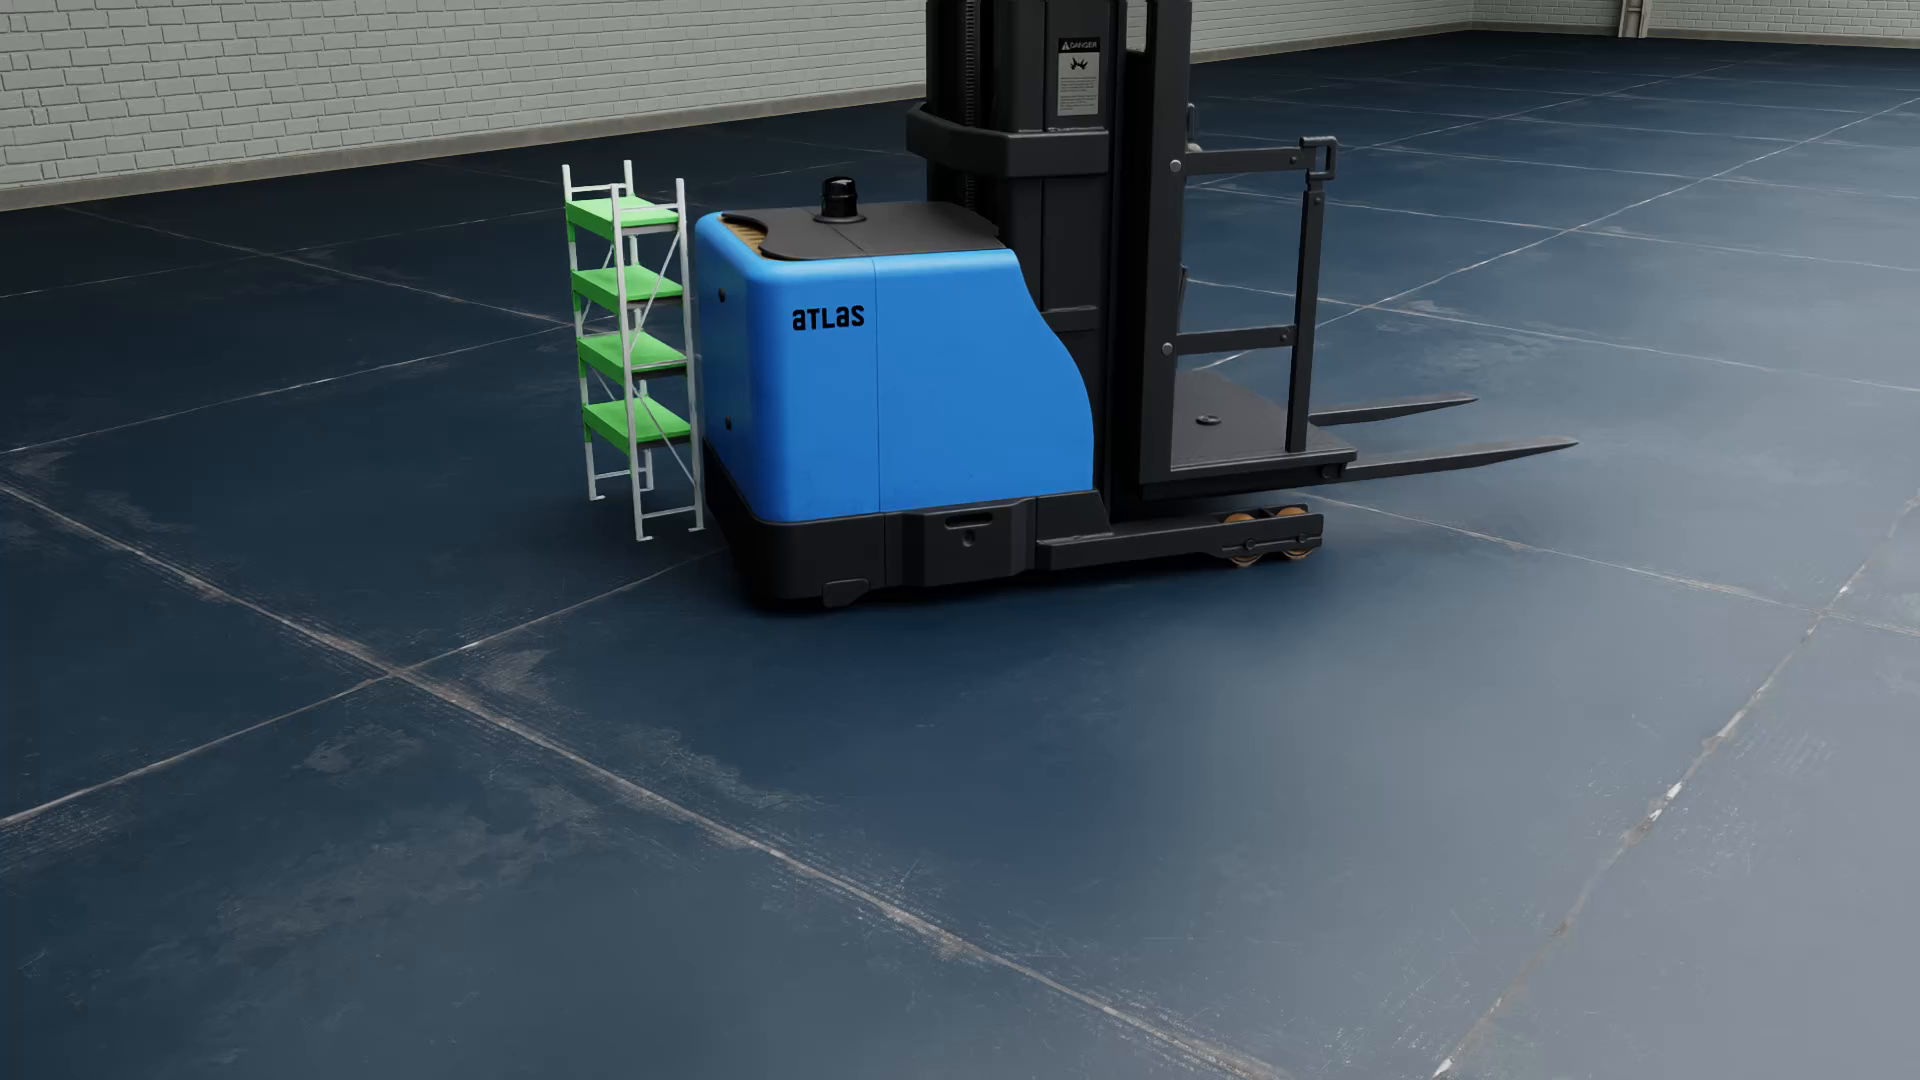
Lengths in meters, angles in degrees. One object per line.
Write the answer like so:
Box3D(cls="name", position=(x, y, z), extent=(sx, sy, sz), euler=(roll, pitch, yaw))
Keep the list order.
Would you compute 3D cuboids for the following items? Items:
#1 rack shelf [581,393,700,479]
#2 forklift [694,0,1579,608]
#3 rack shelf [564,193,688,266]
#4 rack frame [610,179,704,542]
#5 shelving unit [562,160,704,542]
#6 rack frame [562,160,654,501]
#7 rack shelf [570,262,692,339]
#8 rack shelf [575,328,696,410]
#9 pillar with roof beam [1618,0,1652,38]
Box3D(cls="rack shelf", position=(-1.119, -0.369, 5.807), extent=(0.258, 0.148, 0.480), euler=(-12, 24, -28))
Box3D(cls="forklift", position=(0.684, -1.459, 5.382), extent=(3.031, 2.935, 1.130), euler=(-7, 22, -17))
Box3D(cls="rack shelf", position=(-1.119, -1.042, 5.553), extent=(0.258, 0.148, 0.480), euler=(-12, 24, -28))
Box3D(cls="rack frame", position=(-0.996, -0.579, 5.502), extent=(0.240, 1.200, 0.015), euler=(-12, 24, -28))
Box3D(cls="shelving unit", position=(-1.119, -0.653, 5.699), extent=(0.258, 1.200, 0.503), euler=(-12, 24, -28))
Box3D(cls="rack frame", position=(-1.242, -0.727, 5.896), extent=(0.240, 1.200, 0.015), euler=(-12, 24, -28))
Box3D(cls="rack shelf", position=(-1.119, -0.818, 5.637), extent=(0.258, 0.148, 0.480), euler=(-12, 24, -28))
Box3D(cls="rack shelf", position=(-1.119, -0.593, 5.722), extent=(0.258, 0.148, 0.480), euler=(-12, 24, -28))
Box3D(cls="pillar with roof beam", position=(8.864, -11.701, 23.945), extent=(0.400, 9.000, 9.100), euler=(16, 26, 36))
